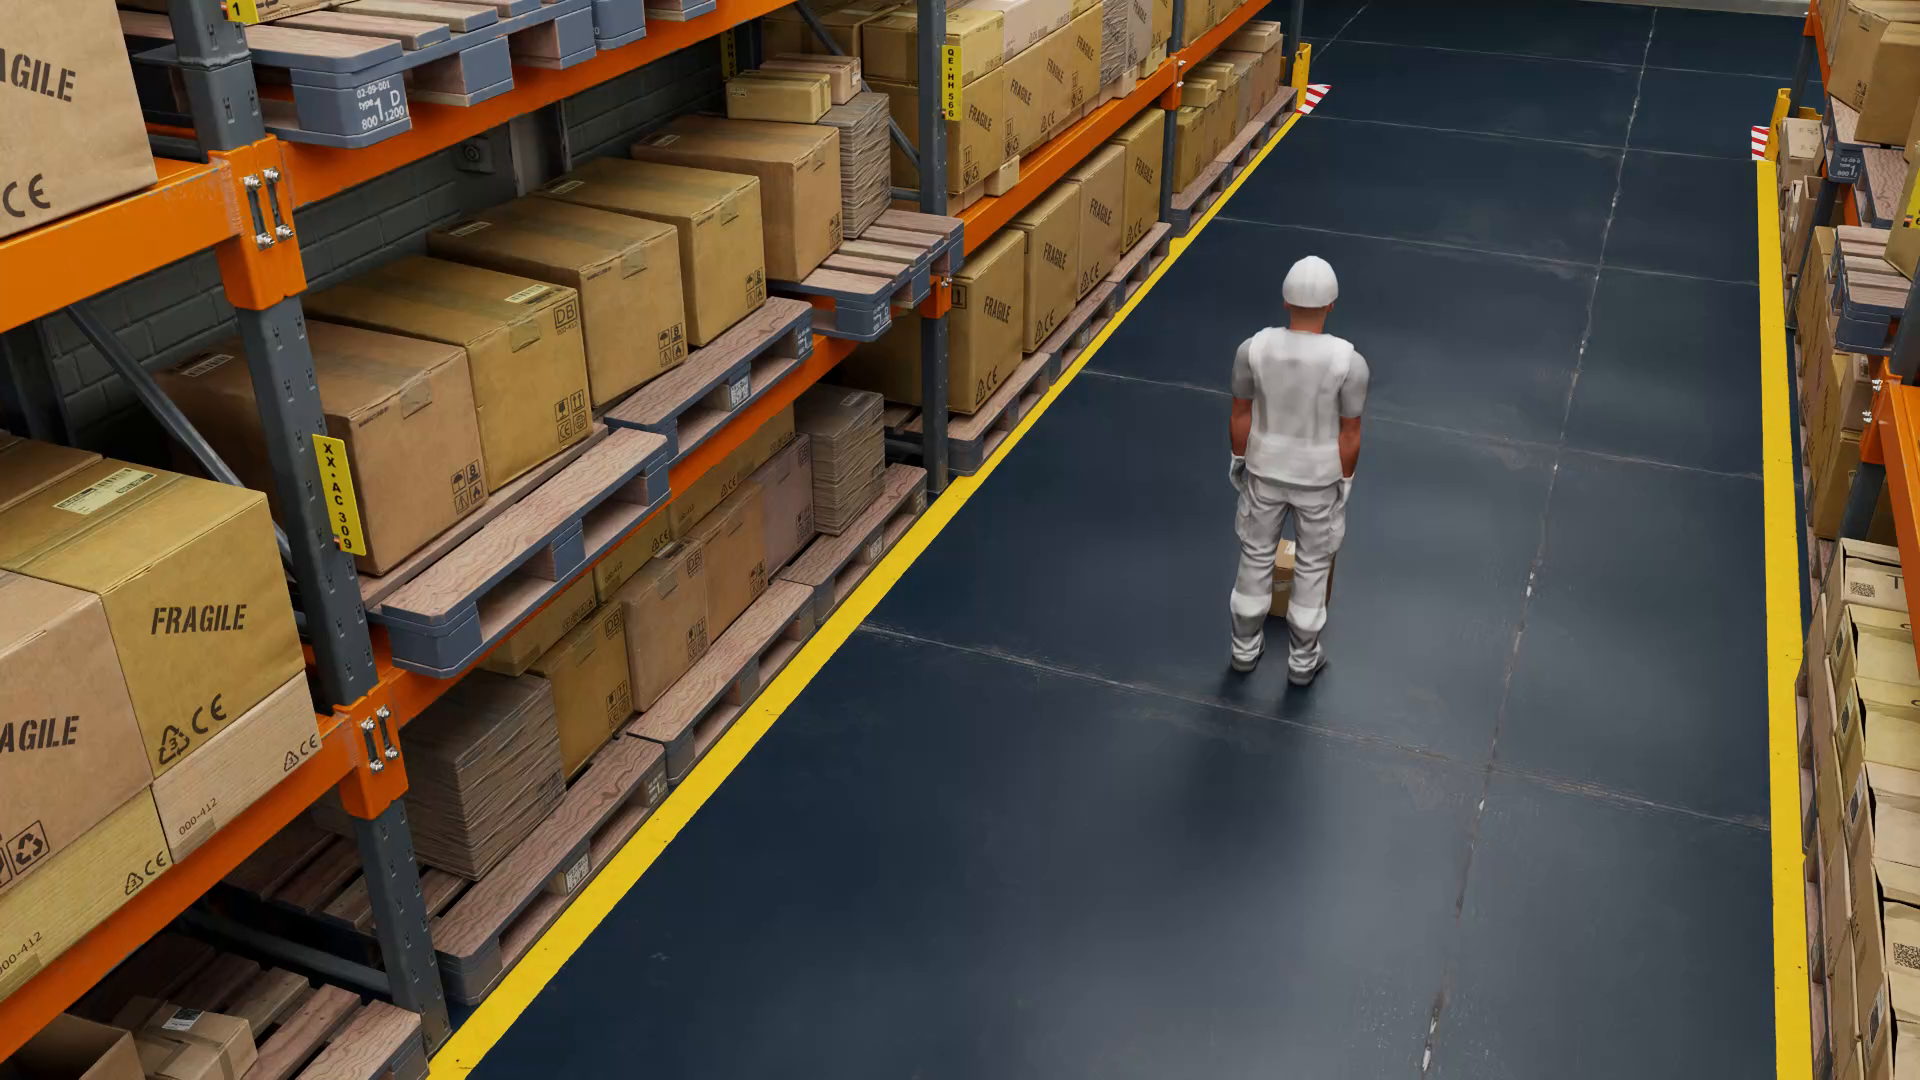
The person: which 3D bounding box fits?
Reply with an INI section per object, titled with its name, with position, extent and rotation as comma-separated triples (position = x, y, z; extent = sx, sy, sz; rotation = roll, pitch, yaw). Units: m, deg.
[person]
position = 1.310, -0.264, 6.574
extent = 0.524, 1.785, 0.335
rotation = 12, 32, 20
